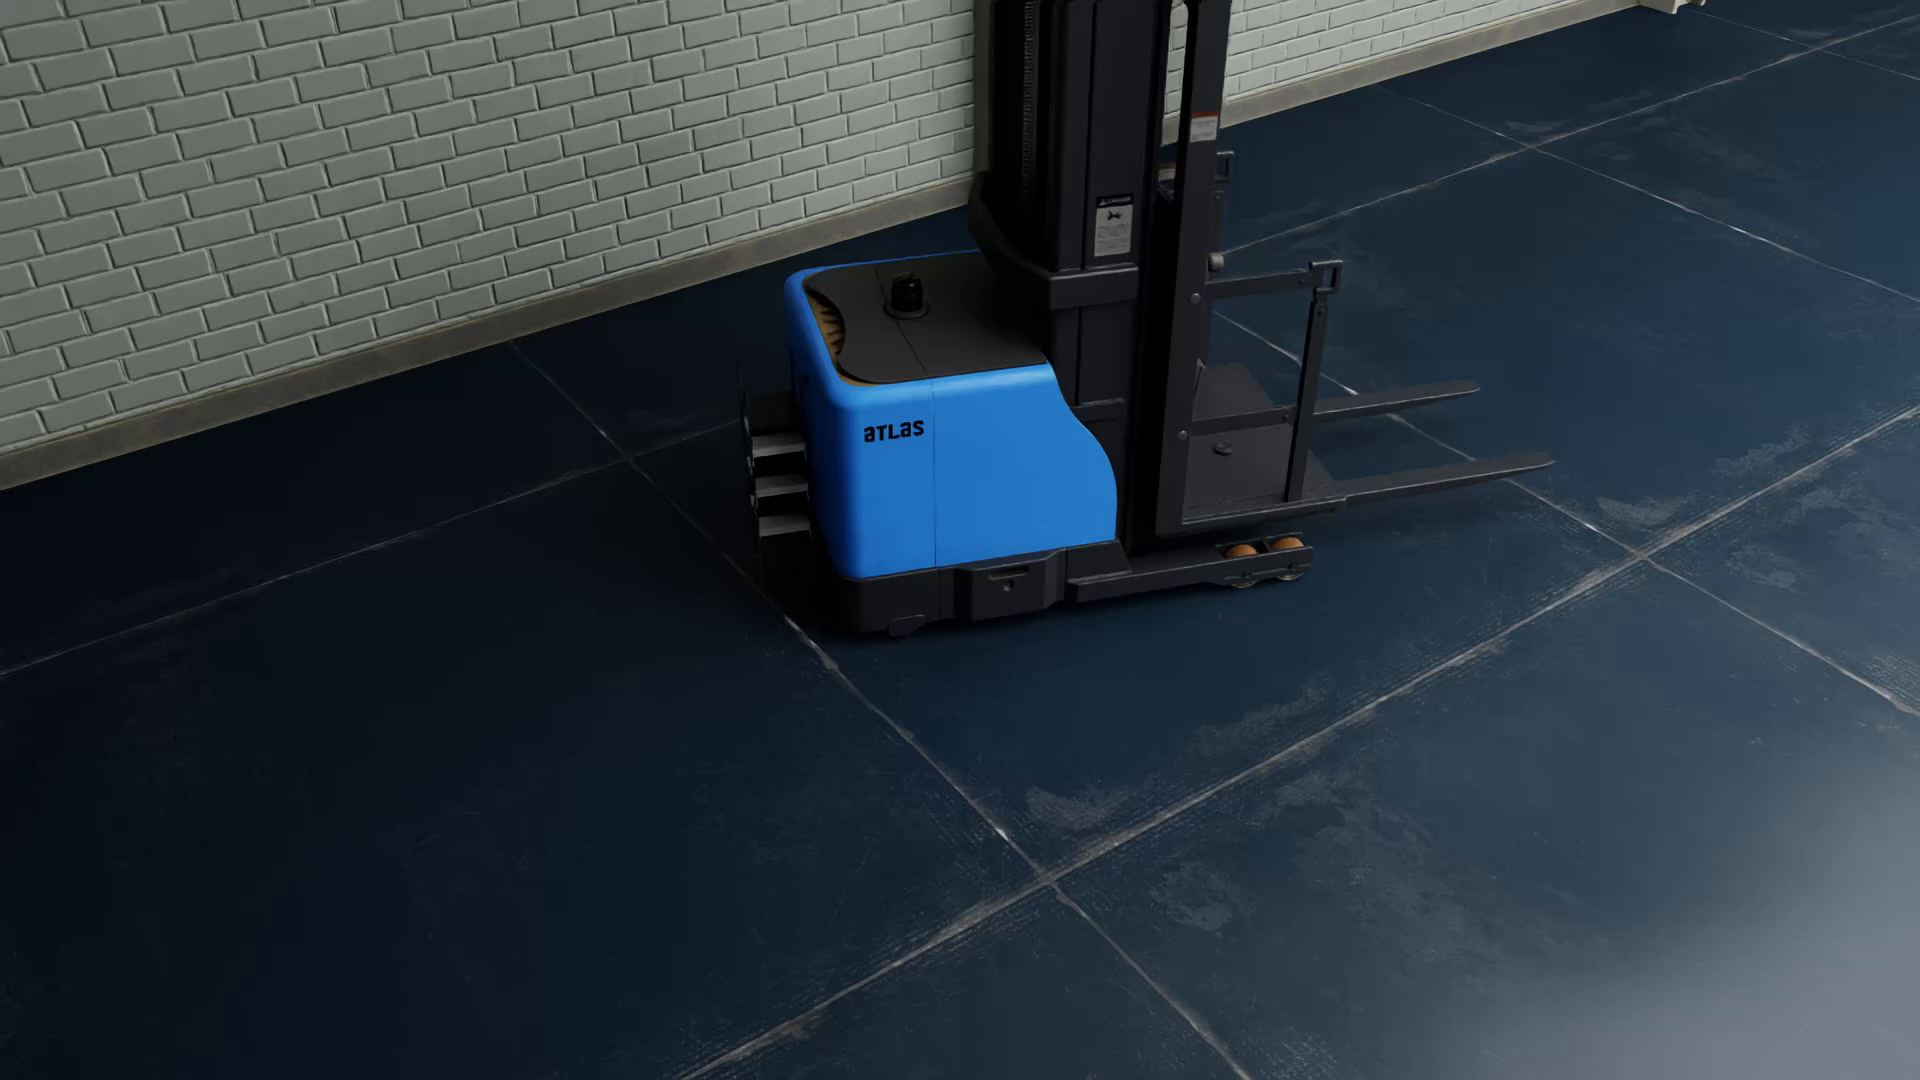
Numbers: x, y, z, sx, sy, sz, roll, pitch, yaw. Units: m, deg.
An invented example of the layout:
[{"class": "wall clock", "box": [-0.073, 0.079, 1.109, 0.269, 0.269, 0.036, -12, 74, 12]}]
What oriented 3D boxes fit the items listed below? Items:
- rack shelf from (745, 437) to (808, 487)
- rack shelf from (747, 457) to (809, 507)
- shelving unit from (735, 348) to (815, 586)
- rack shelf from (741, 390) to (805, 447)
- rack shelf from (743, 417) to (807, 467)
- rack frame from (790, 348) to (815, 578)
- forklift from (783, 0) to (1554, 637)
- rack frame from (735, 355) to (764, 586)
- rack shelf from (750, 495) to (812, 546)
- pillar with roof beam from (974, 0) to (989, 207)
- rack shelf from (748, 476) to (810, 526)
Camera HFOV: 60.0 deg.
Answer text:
[{"class": "rack shelf", "box": [-0.701, -0.313, 6.317, 0.200, 0.077, 0.258, -9, 37, -12]}, {"class": "rack shelf", "box": [-0.701, -0.240, 6.370, 0.200, 0.077, 0.258, -9, 37, -12]}, {"class": "shelving unit", "box": [-0.701, -0.267, 6.350, 0.210, 0.900, 0.258, -9, 37, -12]}, {"class": "rack shelf", "box": [-0.701, -0.459, 6.212, 0.200, 0.077, 0.258, -9, 37, -12]}, {"class": "rack shelf", "box": [-0.701, -0.386, 6.265, 0.200, 0.077, 0.258, -9, 37, -12]}, {"class": "rack frame", "box": [-0.602, -0.282, 6.371, 0.006, 0.900, 0.240, -9, 37, -12]}, {"class": "forklift", "box": [0.889, -1.294, 6.039, 3.031, 2.935, 1.130, -9, 37, -12]}, {"class": "rack frame", "box": [-0.799, -0.252, 6.330, 0.006, 0.900, 0.240, -9, 37, -12]}, {"class": "rack shelf", "box": [-0.701, -0.094, 6.475, 0.200, 0.077, 0.258, -9, 37, -12]}, {"class": "pillar with roof beam", "box": [2.805, -3.528, 3.948, 0.400, 9.000, 9.100, -22, 41, -28]}, {"class": "rack shelf", "box": [-0.701, -0.167, 6.422, 0.200, 0.077, 0.258, -9, 37, -12]}]
